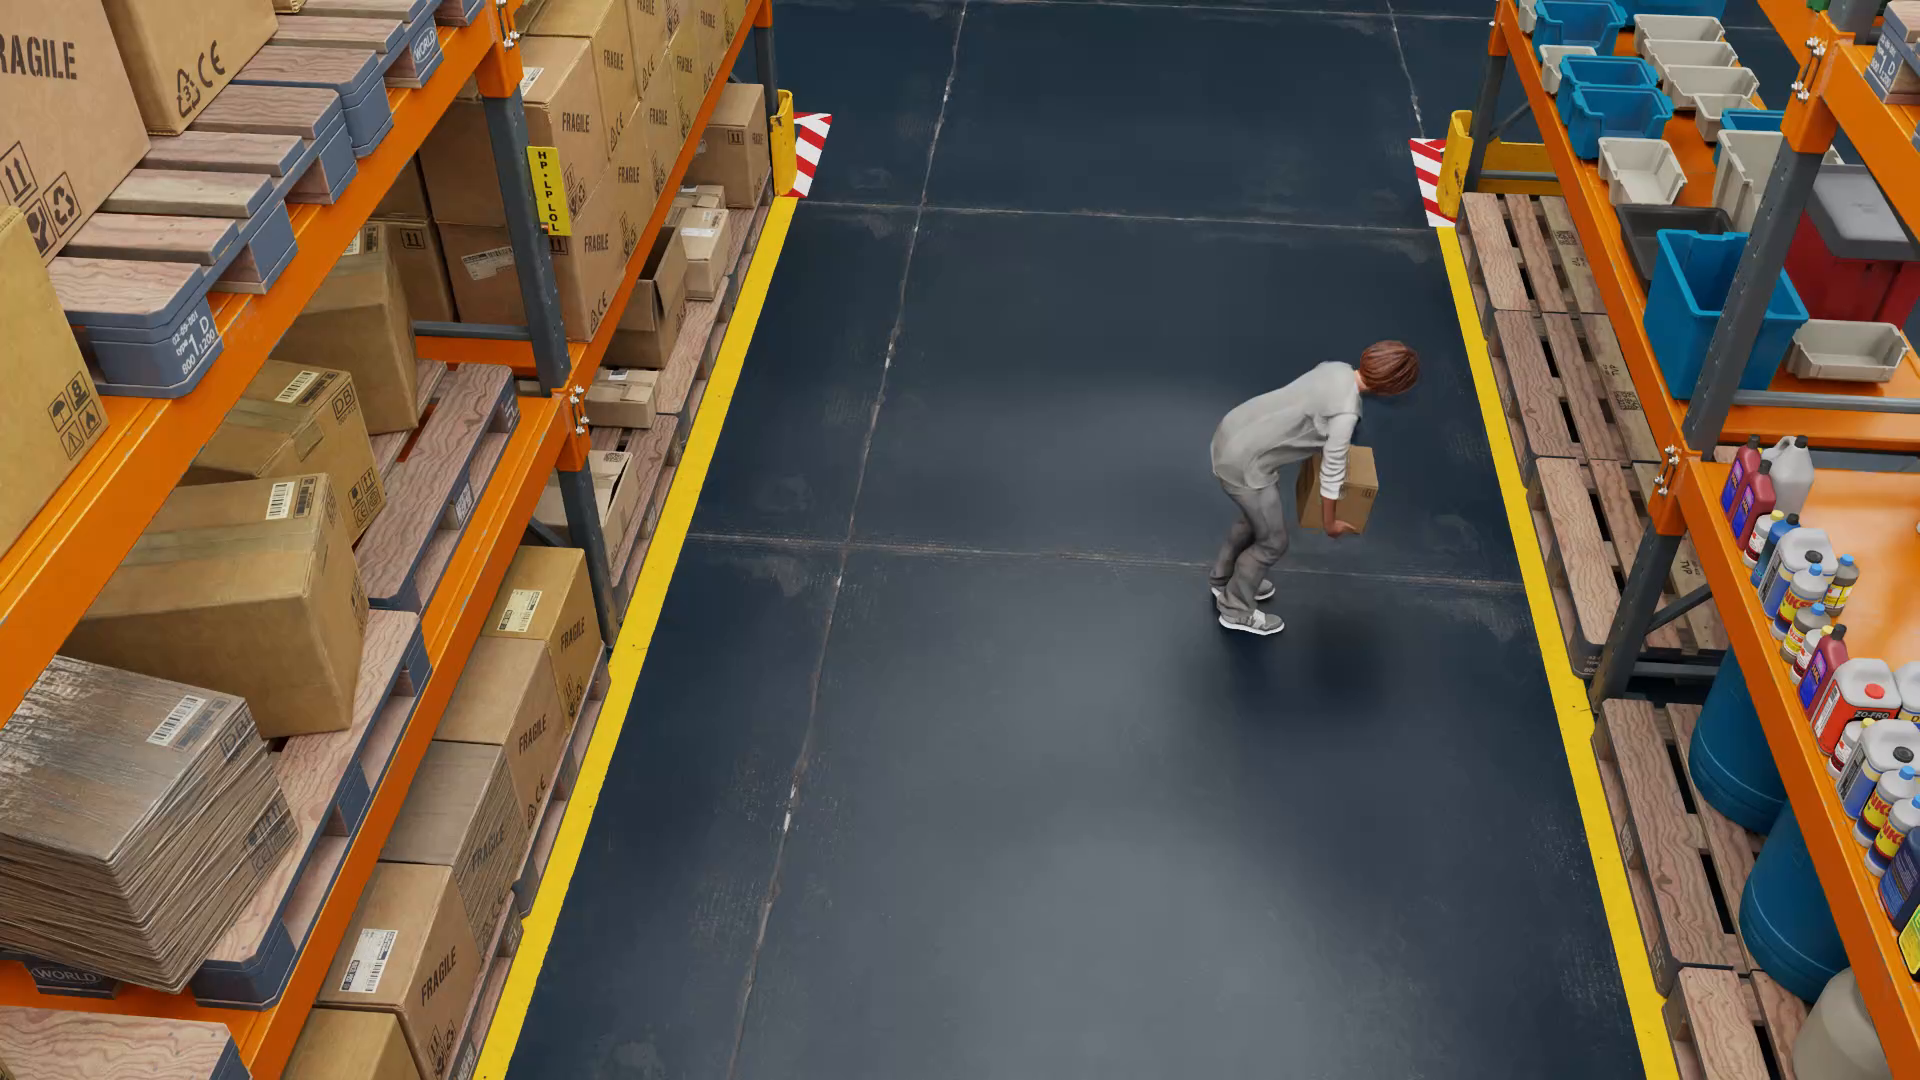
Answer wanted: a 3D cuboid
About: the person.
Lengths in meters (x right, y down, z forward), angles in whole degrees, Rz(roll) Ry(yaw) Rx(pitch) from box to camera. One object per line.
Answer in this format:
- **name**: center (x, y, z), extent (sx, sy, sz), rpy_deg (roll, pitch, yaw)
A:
- **person**: center (1.348, -0.207, 6.595), extent (0.737, 1.356, 0.374), rpy_deg (2, 41, 3)
